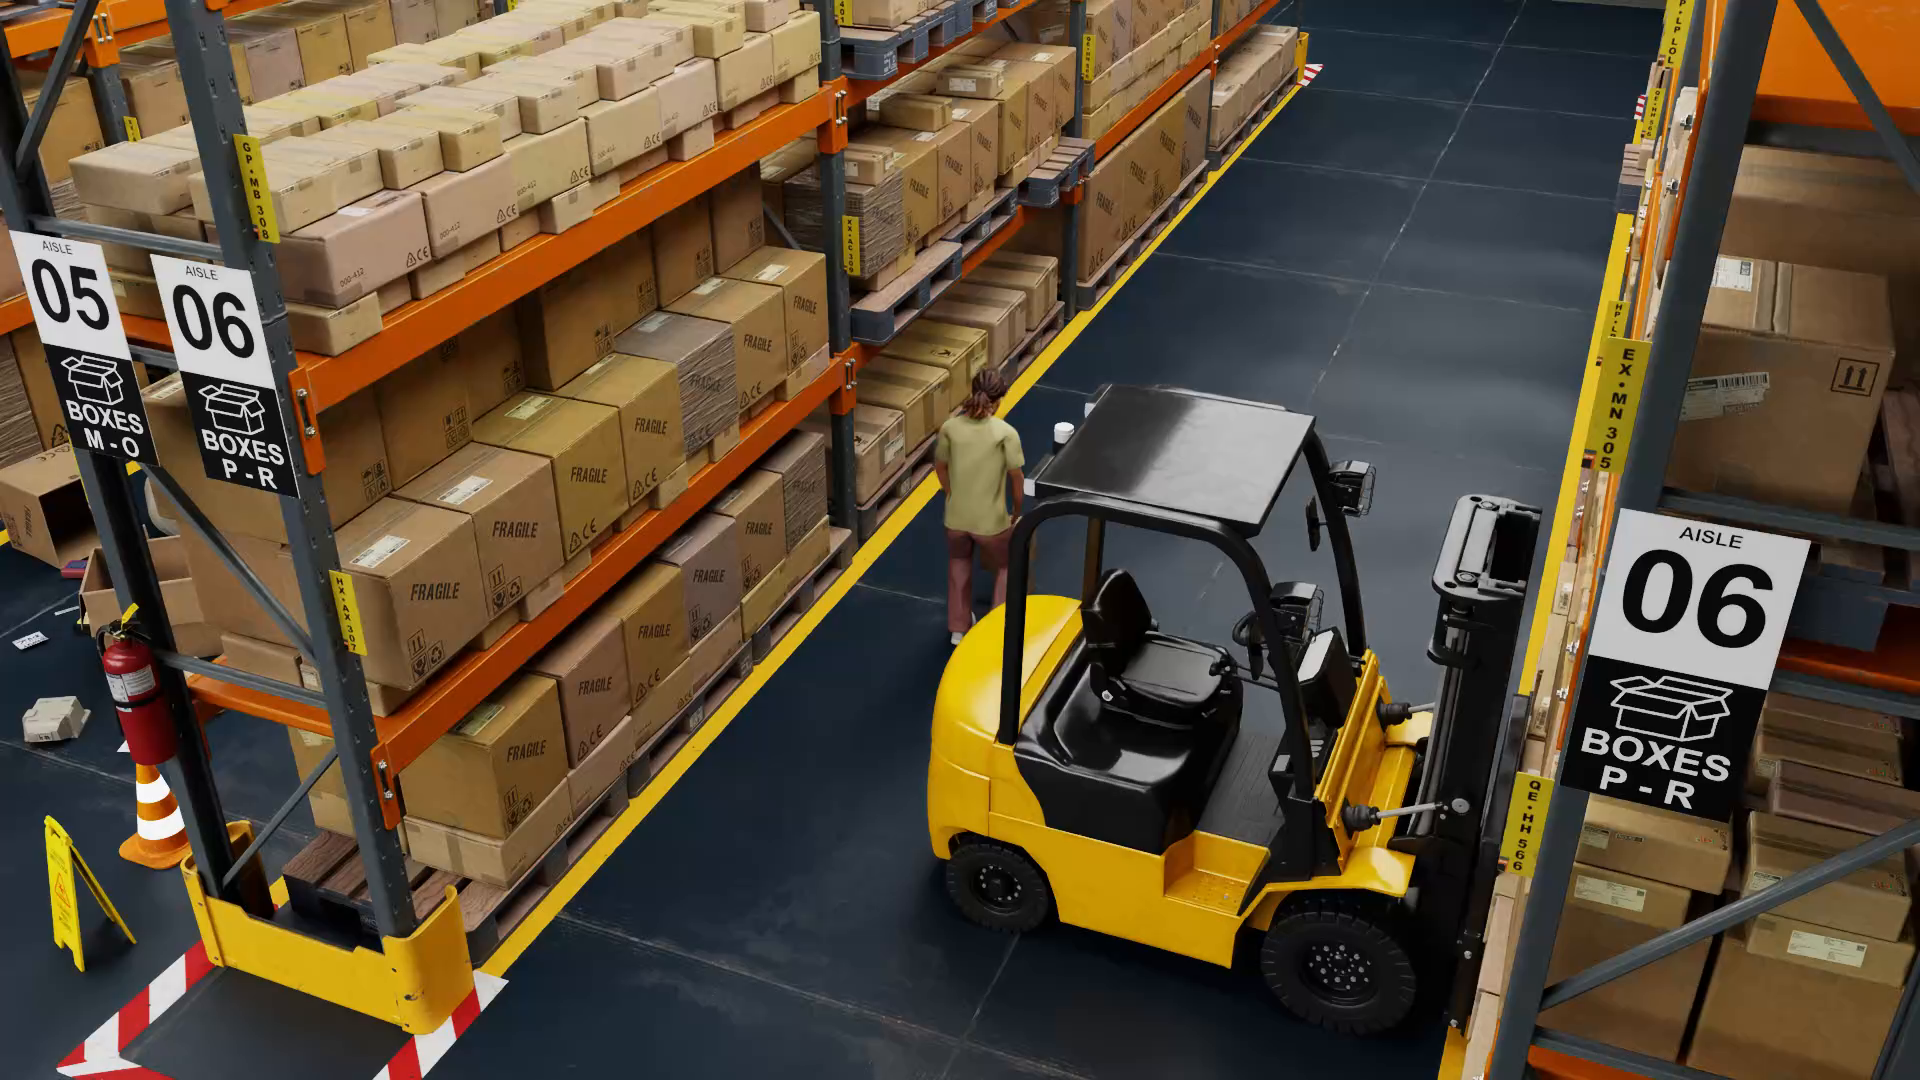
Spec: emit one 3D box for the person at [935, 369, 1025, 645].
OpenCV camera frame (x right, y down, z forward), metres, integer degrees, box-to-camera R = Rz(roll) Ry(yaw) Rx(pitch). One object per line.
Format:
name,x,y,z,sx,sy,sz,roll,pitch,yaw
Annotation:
person,0.097,-0.145,8.818,0.498,1.515,0.533,11,31,18
